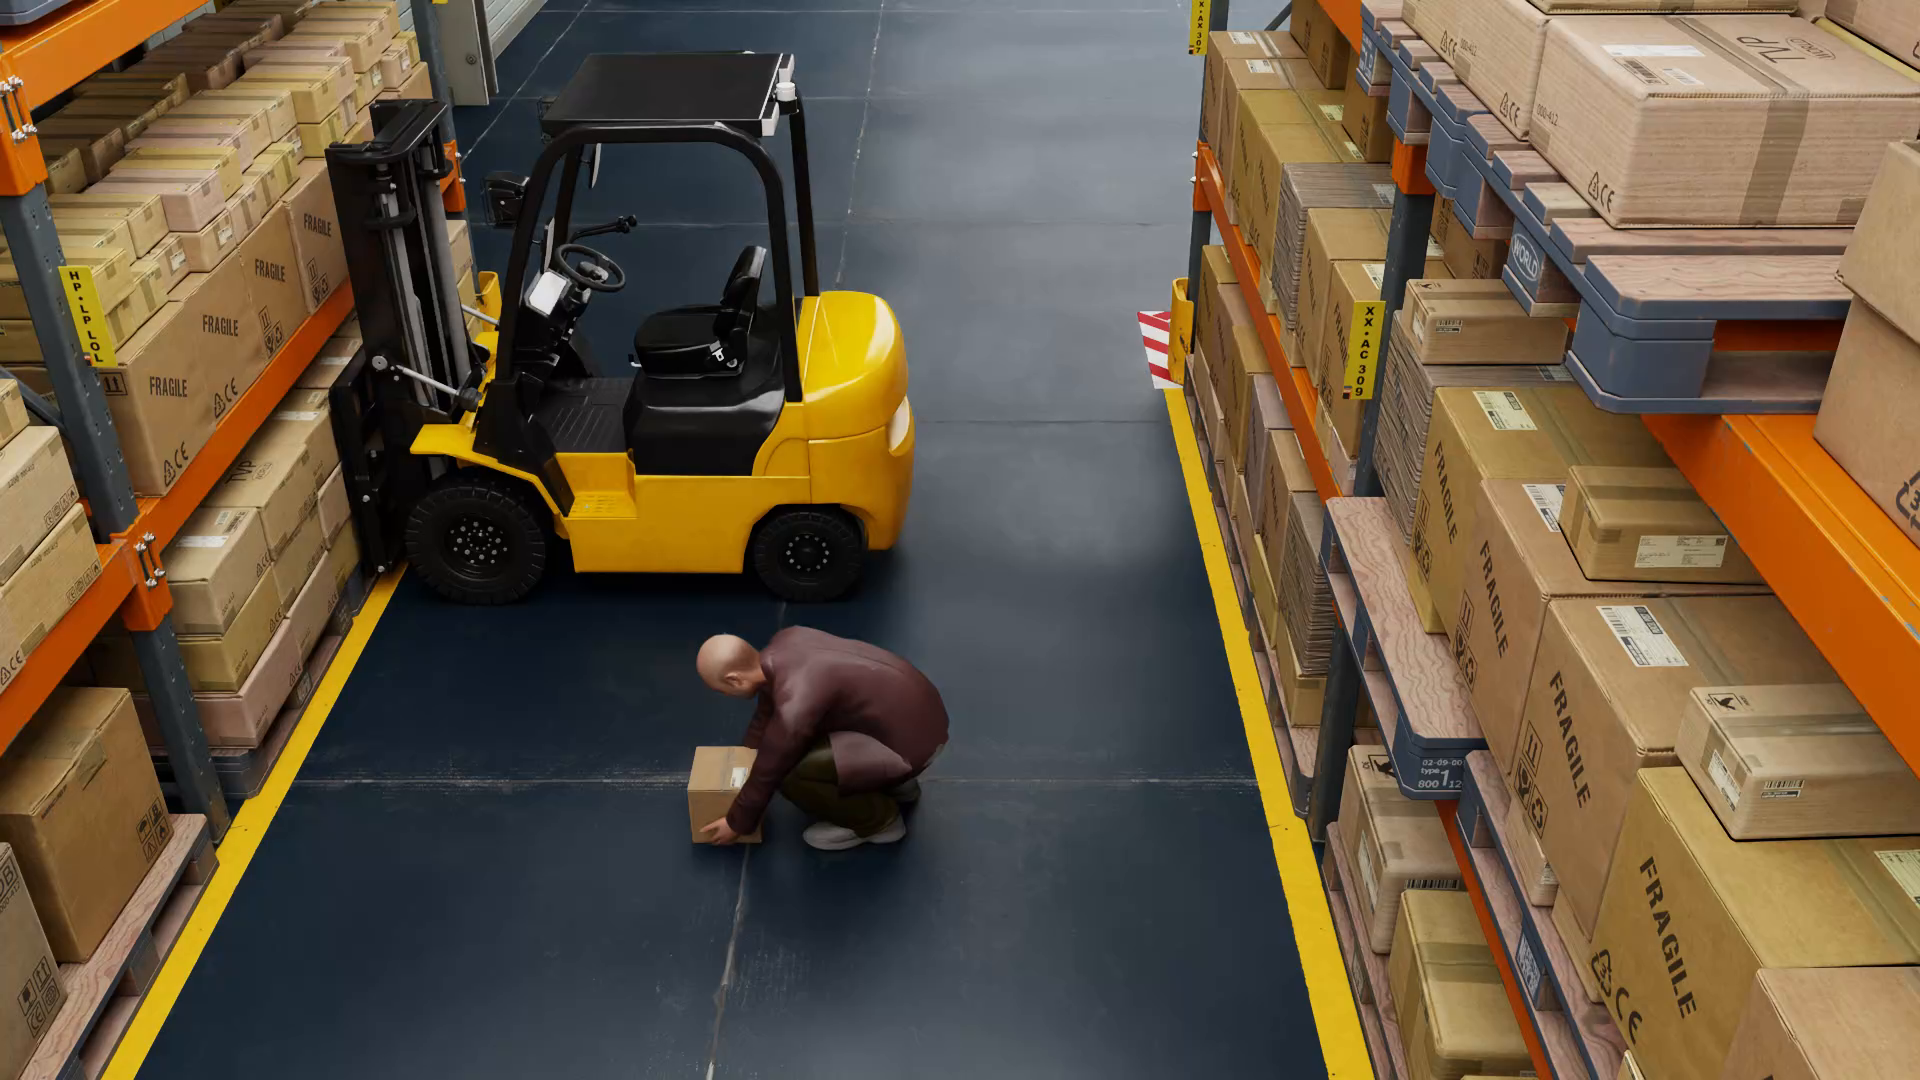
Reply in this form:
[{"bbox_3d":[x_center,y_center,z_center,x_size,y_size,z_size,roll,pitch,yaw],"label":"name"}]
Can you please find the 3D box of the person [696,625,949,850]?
[{"bbox_3d":[-0.488,0.695,5.948,0.902,0.857,0.596,0,31,0],"label":"person"}]
